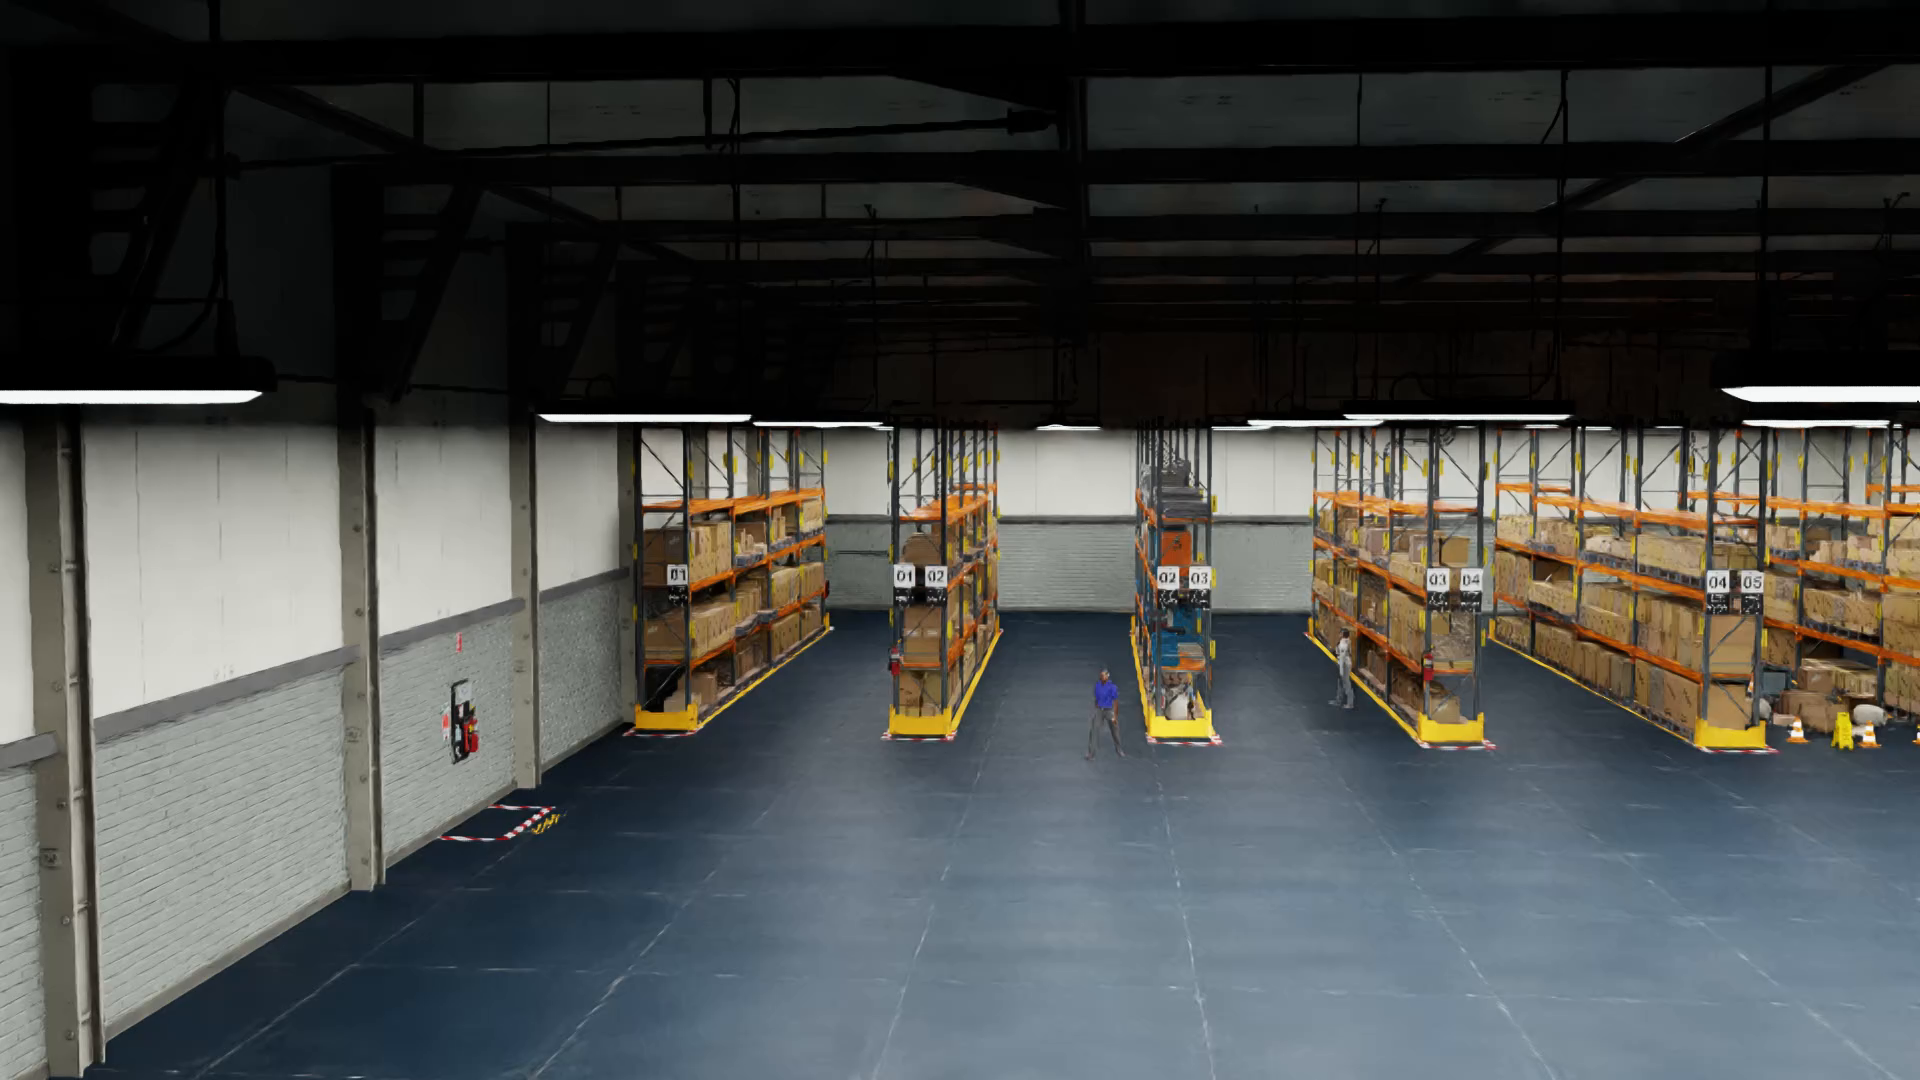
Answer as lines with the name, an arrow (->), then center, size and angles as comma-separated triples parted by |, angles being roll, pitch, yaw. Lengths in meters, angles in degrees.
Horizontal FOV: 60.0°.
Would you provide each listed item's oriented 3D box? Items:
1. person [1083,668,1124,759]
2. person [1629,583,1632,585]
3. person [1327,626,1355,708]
person -> 2.539, 3.018, 29.084 | 0.492, 1.602, 0.935 | 2, 4, 29
person -> 17.329, 2.006, 43.058 | 0.647, 1.773, 0.691 | 2, 4, 28
person -> 7.931, 2.622, 34.554 | 0.596, 1.665, 0.664 | 1, 4, 22
